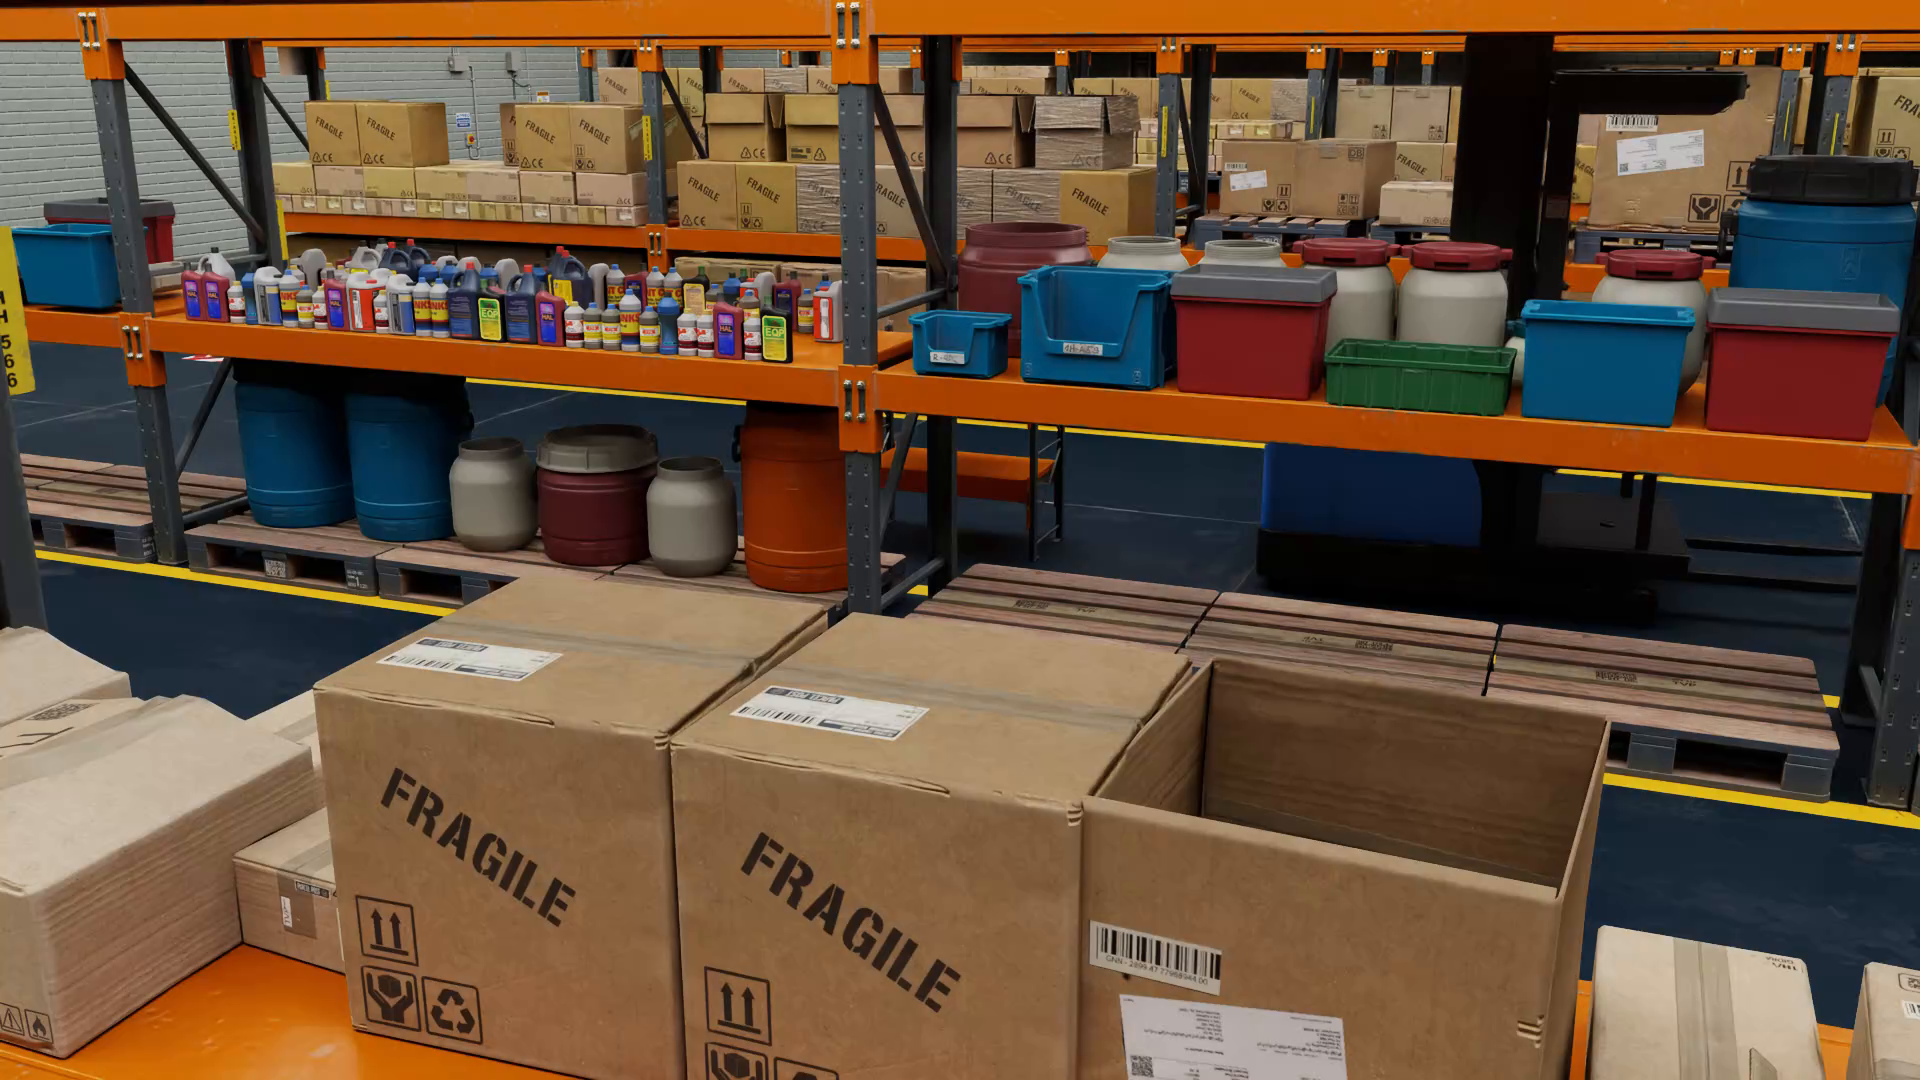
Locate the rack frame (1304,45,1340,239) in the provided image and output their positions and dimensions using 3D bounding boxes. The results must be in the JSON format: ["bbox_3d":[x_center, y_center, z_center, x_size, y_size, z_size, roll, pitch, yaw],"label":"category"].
[{"bbox_3d":[3.480,-3.588,16.151,0.127,3.000,1.000,6,17,21],"label":"rack frame"}]

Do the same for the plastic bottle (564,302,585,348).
[{"bbox_3d":[-1.733,-0.972,7.499,0.097,0.201,0.097,0,16,0],"label":"plastic bottle"}]

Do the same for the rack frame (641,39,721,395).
[{"bbox_3d":[-2.155,-2.721,13.166,0.127,3.000,1.000,6,17,21],"label":"rack frame"}]

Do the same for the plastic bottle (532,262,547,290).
[{"bbox_3d":[-2.117,-1.257,8.355,0.097,0.271,0.097,0,16,0],"label":"plastic bottle"}]

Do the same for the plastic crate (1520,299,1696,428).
[{"bbox_3d":[2.330,-0.642,6.035,0.575,0.384,0.392,6,17,21],"label":"plastic crate"}]

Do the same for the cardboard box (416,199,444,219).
[{"bbox_3d":[-4.235,-2.730,13.649,0.250,0.149,0.380,6,17,19],"label":"cardboard box"}]

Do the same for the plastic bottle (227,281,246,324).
[{"bbox_3d":[-3.549,-1.172,8.187,0.097,0.201,0.097,0,16,0],"label":"plastic bottle"}]

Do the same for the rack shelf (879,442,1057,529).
[{"bbox_3d":[-0.006,-0.306,9.087,1.000,0.278,0.538,6,17,21],"label":"rack shelf"}]

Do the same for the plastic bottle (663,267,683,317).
[{"bbox_3d":[-1.402,-1.197,8.147,0.097,0.271,0.097,0,16,0],"label":"plastic bottle"}]

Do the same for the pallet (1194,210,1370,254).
[{"bbox_3d":[2.268,-2.174,11.627,1.003,0.211,1.213,6,17,21],"label":"pallet"}]

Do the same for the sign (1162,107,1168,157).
[{"bbox_3d":[1.366,-2.723,11.098,0.005,0.325,0.100,6,17,21],"label":"sign"}]

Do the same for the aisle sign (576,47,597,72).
[{"bbox_3d":[-4.140,-5.584,18.366,0.004,0.787,0.394,6,17,21],"label":"aisle sign"}]

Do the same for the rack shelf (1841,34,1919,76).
[{"bbox_3d":[7.148,-2.793,9.324,4.000,0.370,1.077,6,17,21],"label":"rack shelf"}]

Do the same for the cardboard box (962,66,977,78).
[{"bbox_3d":[0.156,-6.200,22.015,0.250,0.149,0.380,6,17,20],"label":"cardboard box"}]

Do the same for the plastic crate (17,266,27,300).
[{"bbox_3d":[-5.112,-1.378,8.925,0.590,0.125,0.437,6,17,21],"label":"plastic crate"}]

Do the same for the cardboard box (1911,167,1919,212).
[{"bbox_3d":[5.683,-2.031,10.077,0.500,0.500,0.875,6,17,21],"label":"cardboard box"}]

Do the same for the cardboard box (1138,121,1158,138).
[{"bbox_3d":[1.908,-3.991,16.172,0.250,0.149,0.380,6,17,21],"label":"cardboard box"}]

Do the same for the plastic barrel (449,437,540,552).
[{"bbox_3d":[-2.321,-0.230,8.294,0.421,0.512,0.421,0,16,0],"label":"plastic barrel"}]

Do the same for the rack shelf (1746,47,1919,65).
[{"bbox_3d":[10.784,-5.363,18.177,4.000,0.370,1.077,6,17,21],"label":"rack shelf"}]

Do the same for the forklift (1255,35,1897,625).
[{"bbox_3d":[3.062,-1.173,7.956,3.031,2.935,1.130,5,17,16],"label":"forklift"}]

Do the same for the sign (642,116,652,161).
[{"bbox_3d":[-2.357,-3.030,12.537,0.005,0.325,0.100,6,17,21],"label":"sign"}]

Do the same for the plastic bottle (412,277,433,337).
[{"bbox_3d":[-2.506,-1.091,7.782,0.097,0.271,0.097,0,16,0],"label":"plastic bottle"}]

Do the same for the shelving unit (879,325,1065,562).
[{"bbox_3d":[-0.006,-0.541,9.019,1.048,1.125,0.538,6,17,21],"label":"shelving unit"}]

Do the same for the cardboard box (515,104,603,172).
[{"bbox_3d":[-3.145,-3.182,13.144,0.500,0.500,0.500,6,17,21],"label":"cardboard box"}]

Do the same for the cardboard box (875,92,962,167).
[{"bbox_3d":[-0.340,-3.055,12.337,0.637,0.503,0.797,7,18,22],"label":"cardboard box"}]

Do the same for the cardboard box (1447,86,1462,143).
[{"bbox_3d":[4.843,-3.964,15.475,0.500,0.500,0.700,6,17,20],"label":"cardboard box"}]

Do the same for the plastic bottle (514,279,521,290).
[{"bbox_3d":[-2.219,-1.253,8.466,0.097,0.201,0.097,0,16,0],"label":"plastic bottle"}]

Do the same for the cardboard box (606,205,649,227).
[{"bbox_3d":[-2.559,-2.546,13.015,0.250,0.149,0.380,6,17,21],"label":"cardboard box"}]

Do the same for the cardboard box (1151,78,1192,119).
[{"bbox_3d":[2.734,-5.603,21.120,0.500,0.500,0.500,6,17,19],"label":"cardboard box"}]

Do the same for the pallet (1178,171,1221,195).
[{"bbox_3d":[2.778,-3.541,16.334,1.003,0.211,1.213,6,17,21],"label":"pallet"}]

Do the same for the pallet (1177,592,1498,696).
[{"bbox_3d":[1.586,0.527,6.981,1.213,0.211,1.003,6,17,21],"label":"pallet"}]

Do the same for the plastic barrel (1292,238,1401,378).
[{"bbox_3d":[1.575,-0.957,6.847,0.433,0.535,0.433,0,16,0],"label":"plastic barrel"}]

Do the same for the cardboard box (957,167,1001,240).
[{"bbox_3d":[0.070,-2.451,12.056,0.500,0.500,0.500,6,17,19],"label":"cardboard box"}]

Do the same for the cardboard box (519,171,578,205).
[{"bbox_3d":[-3.144,-2.821,13.246,0.500,0.250,0.500,7,18,22],"label":"cardboard box"}]

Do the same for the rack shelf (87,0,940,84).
[{"bbox_3d":[-2.112,-2.327,7.718,4.000,0.370,1.077,6,17,21],"label":"rack shelf"}]

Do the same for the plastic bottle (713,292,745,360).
[{"bbox_3d":[-0.999,-0.925,7.190,0.133,0.283,0.061,6,17,21],"label":"plastic bottle"}]

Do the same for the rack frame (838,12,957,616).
[{"bbox_3d":[-0.251,-1.027,7.331,0.127,3.000,1.000,6,17,21],"label":"rack frame"}]

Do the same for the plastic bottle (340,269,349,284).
[{"bbox_3d":[-3.176,-1.313,8.672,0.097,0.201,0.097,0,16,0],"label":"plastic bottle"}]

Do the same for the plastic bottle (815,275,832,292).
[{"bbox_3d":[-0.633,-1.112,7.856,0.097,0.271,0.097,0,16,0],"label":"plastic bottle"}]

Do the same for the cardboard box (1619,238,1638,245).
[{"bbox_3d":[7.764,-3.538,19.941,0.625,0.372,0.950,7,18,24],"label":"cardboard box"}]

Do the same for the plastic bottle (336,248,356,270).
[{"bbox_3d":[-3.255,-1.412,8.866,0.133,0.283,0.061,6,17,21],"label":"plastic bottle"}]

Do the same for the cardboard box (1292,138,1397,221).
[{"bbox_3d":[2.639,-2.485,11.422,0.500,0.500,0.700,9,19,29],"label":"cardboard box"}]

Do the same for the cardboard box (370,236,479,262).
[{"bbox_3d":[-4.405,-2.173,14.338,0.875,0.875,0.875,6,17,21],"label":"cardboard box"}]

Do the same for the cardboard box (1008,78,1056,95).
[{"bbox_3d":[0.941,-5.796,21.785,0.500,0.500,0.500,6,17,20],"label":"cardboard box"}]

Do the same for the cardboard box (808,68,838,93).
[{"bbox_3d":[-1.260,-4.697,17.468,0.500,0.500,0.500,6,17,19],"label":"cardboard box"}]

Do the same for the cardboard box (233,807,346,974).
[{"bbox_3d":[-0.865,0.494,2.543,0.250,0.149,0.380,8,18,25],"label":"cardboard box"}]

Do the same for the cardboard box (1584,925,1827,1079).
[{"bbox_3d":[0.900,0.643,2.028,0.250,0.149,0.380,6,17,21],"label":"cardboard box"}]

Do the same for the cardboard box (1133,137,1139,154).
[{"bbox_3d":[1.653,-3.875,16.306,0.250,0.149,0.380,7,18,22],"label":"cardboard box"}]

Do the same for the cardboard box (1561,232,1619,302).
[{"bbox_3d":[5.695,-2.440,15.479,0.750,0.750,1.050,6,17,21],"label":"cardboard box"}]

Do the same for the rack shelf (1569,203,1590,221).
[{"bbox_3d":[5.341,-3.038,15.547,4.000,0.370,1.077,6,17,21],"label":"rack shelf"}]

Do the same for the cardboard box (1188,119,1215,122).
[{"bbox_3d":[2.398,-4.132,16.657,0.250,0.149,0.380,6,17,18],"label":"cardboard box"}]
